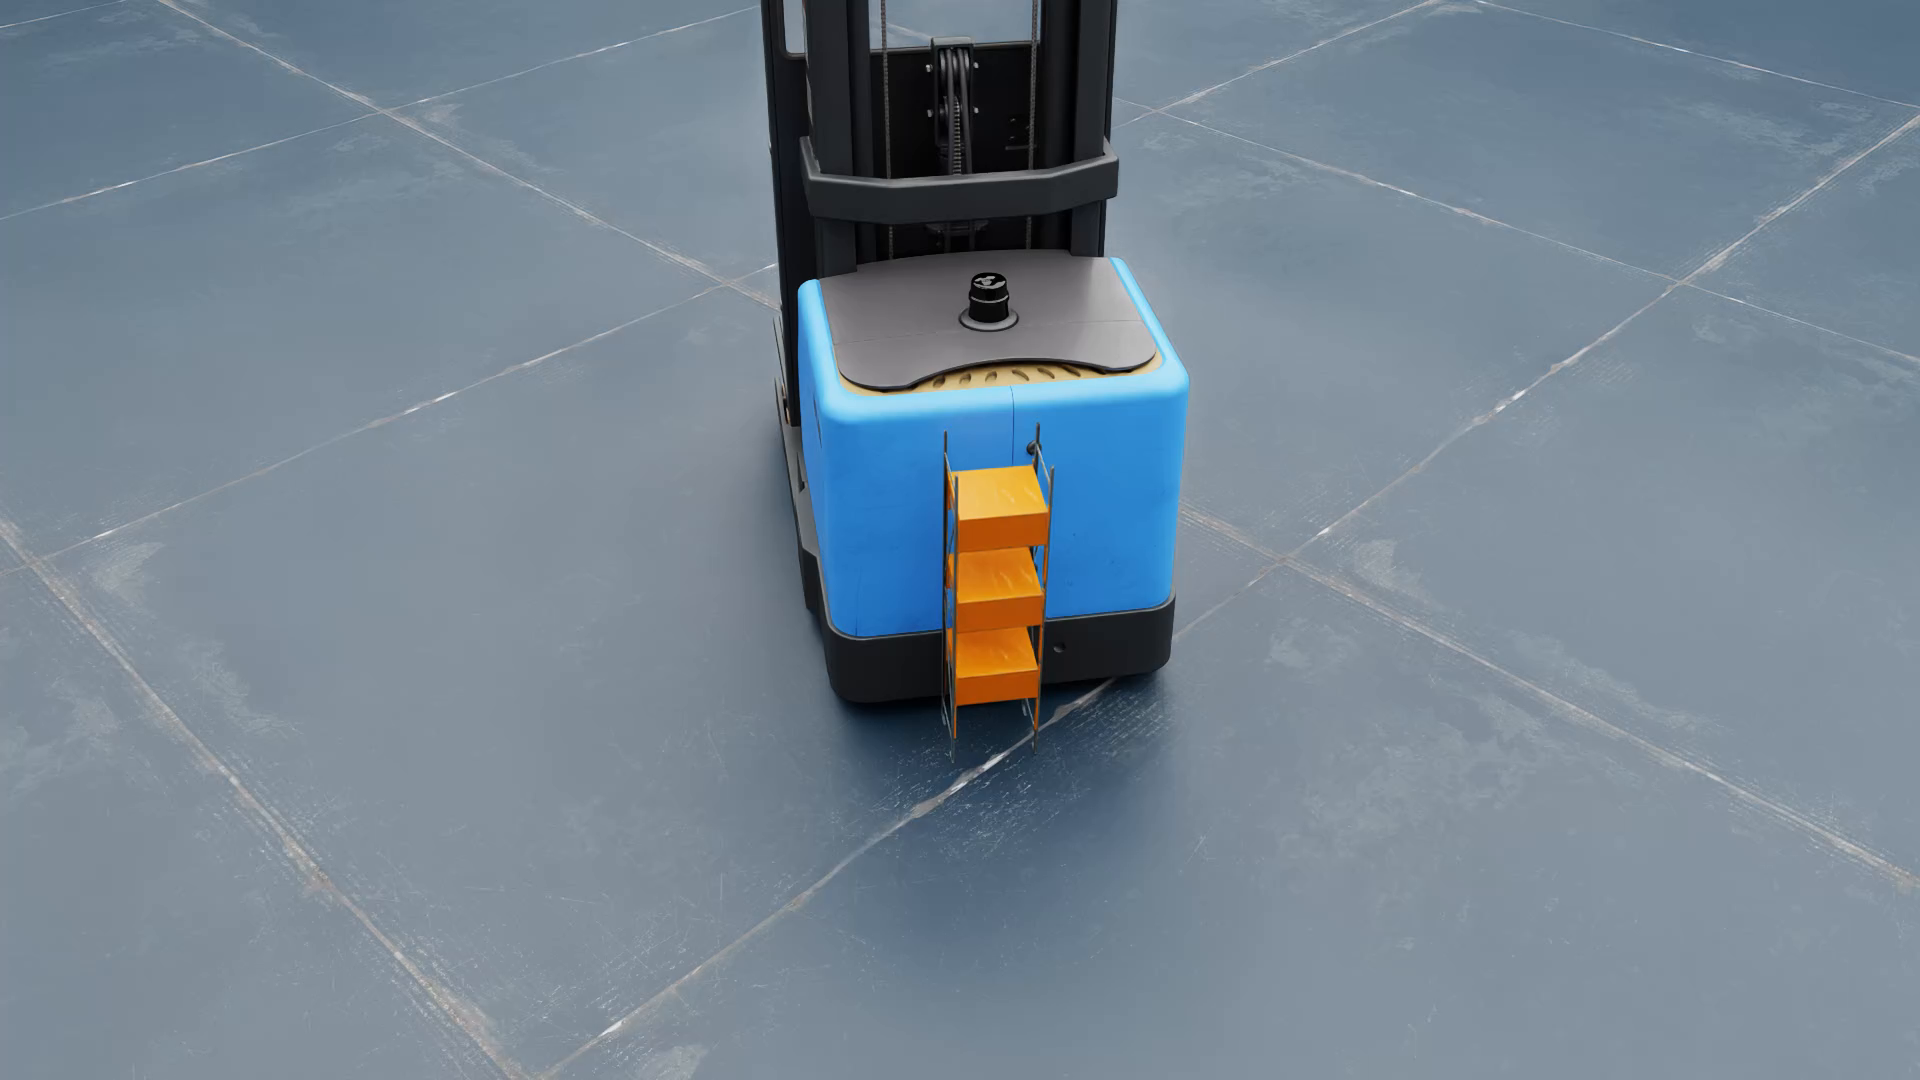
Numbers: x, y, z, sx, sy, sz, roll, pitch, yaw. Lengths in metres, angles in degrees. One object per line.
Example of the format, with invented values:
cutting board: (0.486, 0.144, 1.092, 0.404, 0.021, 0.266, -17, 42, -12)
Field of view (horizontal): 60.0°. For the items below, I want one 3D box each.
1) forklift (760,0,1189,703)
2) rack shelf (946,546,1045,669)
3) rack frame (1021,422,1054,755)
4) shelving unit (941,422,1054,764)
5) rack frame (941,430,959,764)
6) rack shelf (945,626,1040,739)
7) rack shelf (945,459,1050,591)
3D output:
forklift: (-0.102, -1.553, 5.415, 1.130, 2.935, 3.031, -5, 35, -8)
rack shelf: (0.091, 0.178, 4.580, 0.240, 0.259, 0.215, -5, 40, -8)
rack frame: (0.211, 0.159, 4.590, 0.008, 1.050, 0.200, -5, 40, -8)
shelving unit: (0.091, 0.170, 4.574, 0.252, 1.050, 0.215, -5, 40, -8)
rack frame: (-0.030, 0.182, 4.557, 0.008, 1.050, 0.200, -5, 40, -8)
rack shelf: (0.087, 0.392, 4.758, 0.240, 0.259, 0.215, -5, 40, -8)
rack shelf: (0.094, -0.040, 4.399, 0.240, 0.259, 0.215, -5, 40, -8)
